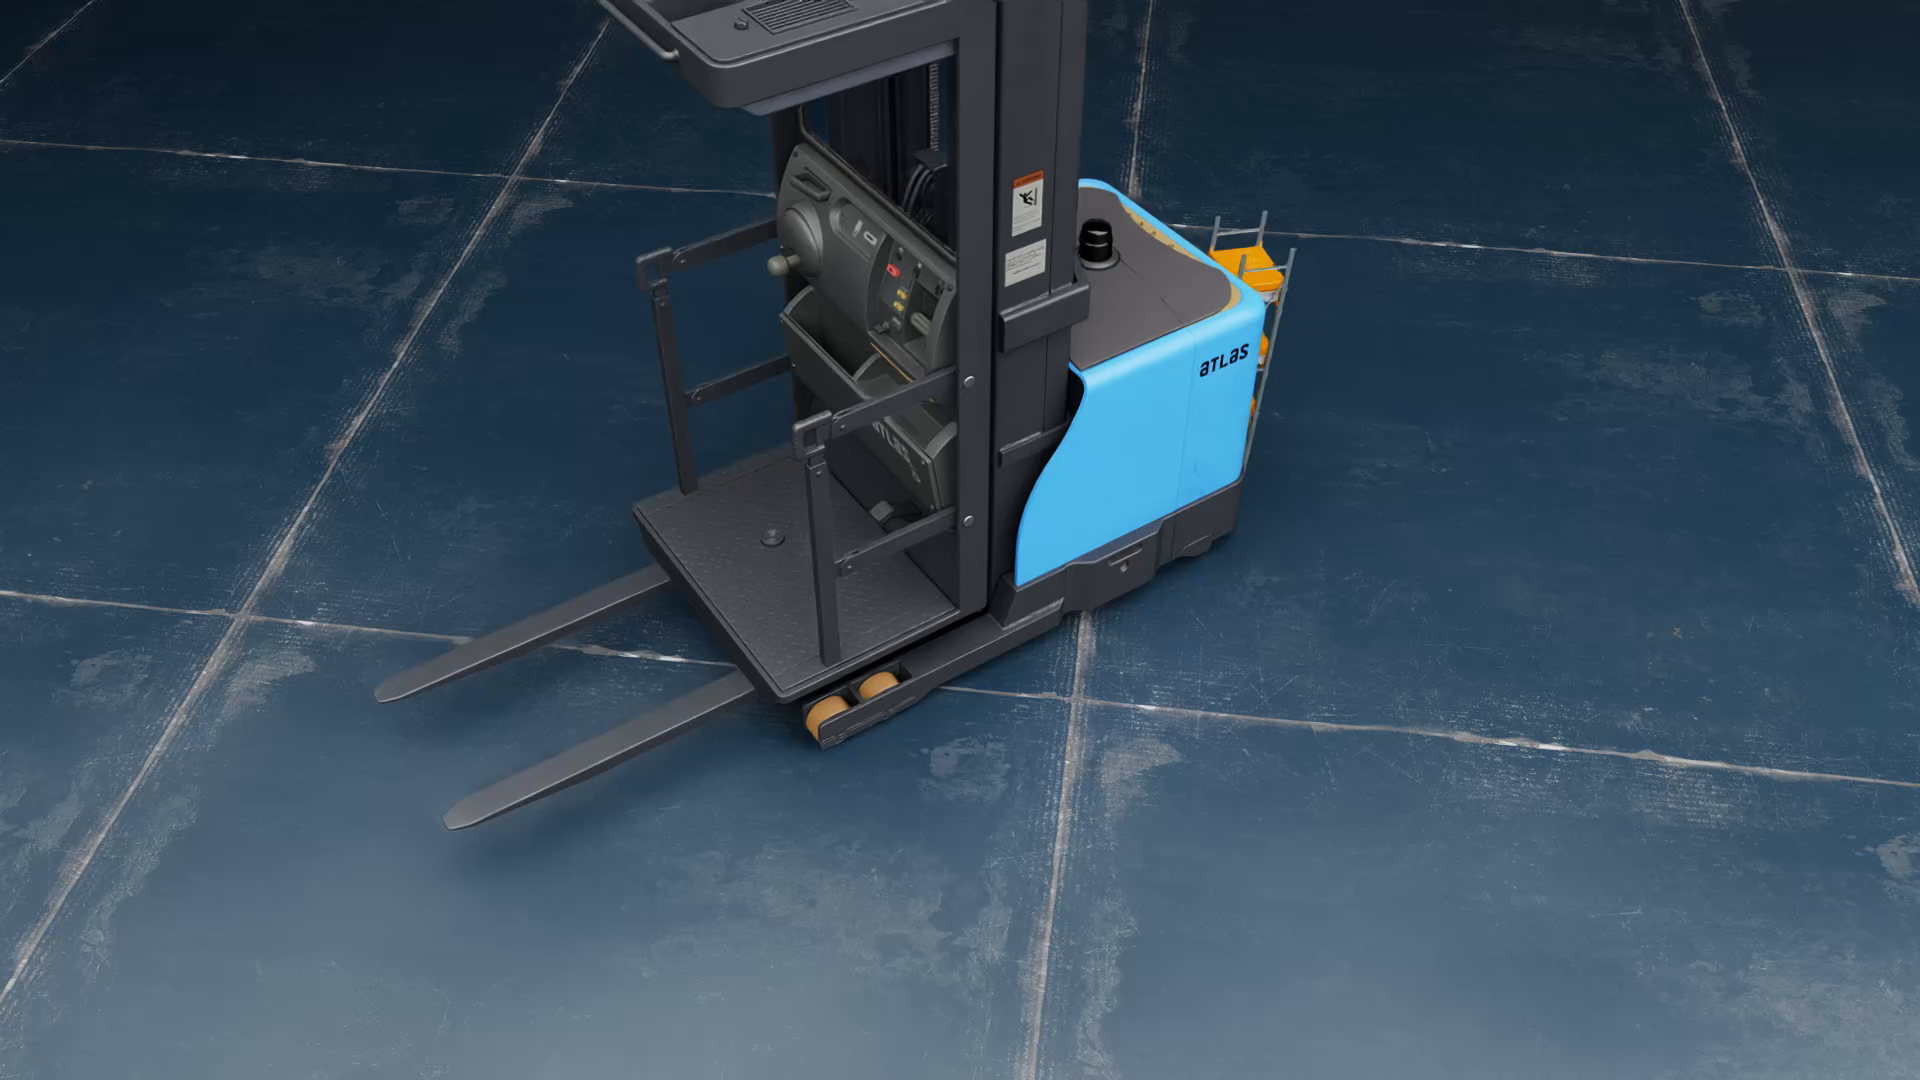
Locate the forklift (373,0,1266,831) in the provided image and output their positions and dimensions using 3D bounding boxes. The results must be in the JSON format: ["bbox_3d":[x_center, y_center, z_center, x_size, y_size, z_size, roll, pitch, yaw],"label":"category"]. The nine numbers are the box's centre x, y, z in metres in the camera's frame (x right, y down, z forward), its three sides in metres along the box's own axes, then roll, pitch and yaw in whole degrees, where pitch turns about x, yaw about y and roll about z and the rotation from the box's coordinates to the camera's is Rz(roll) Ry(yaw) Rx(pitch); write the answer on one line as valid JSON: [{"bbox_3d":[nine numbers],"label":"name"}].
[{"bbox_3d":[-0.468,-0.799,4.962,3.031,2.935,1.130,-25,49,-24],"label":"forklift"}]

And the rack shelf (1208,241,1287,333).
[{"bbox_3d":[1.026,-0.899,6.030,0.215,0.259,0.240,-9,44,-14],"label":"rack shelf"}]

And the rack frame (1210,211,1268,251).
[{"bbox_3d":[0.978,-0.780,6.300,0.200,1.050,0.008,-9,44,-14],"label":"rack frame"}]

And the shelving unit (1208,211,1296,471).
[{"bbox_3d":[1.011,-0.699,6.215,0.215,1.050,0.252,-9,44,-14],"label":"shelving unit"}]

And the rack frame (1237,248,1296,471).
[{"bbox_3d":[1.044,-0.618,6.130,0.200,1.050,0.008,-9,44,-14],"label":"rack frame"}]

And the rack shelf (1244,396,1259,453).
[{"bbox_3d":[0.995,-0.488,6.411,0.215,0.259,0.240,-9,44,-14],"label":"rack shelf"}]

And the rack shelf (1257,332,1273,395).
[{"bbox_3d":[1.010,-0.691,6.222,0.215,0.259,0.240,-9,44,-14],"label":"rack shelf"}]
